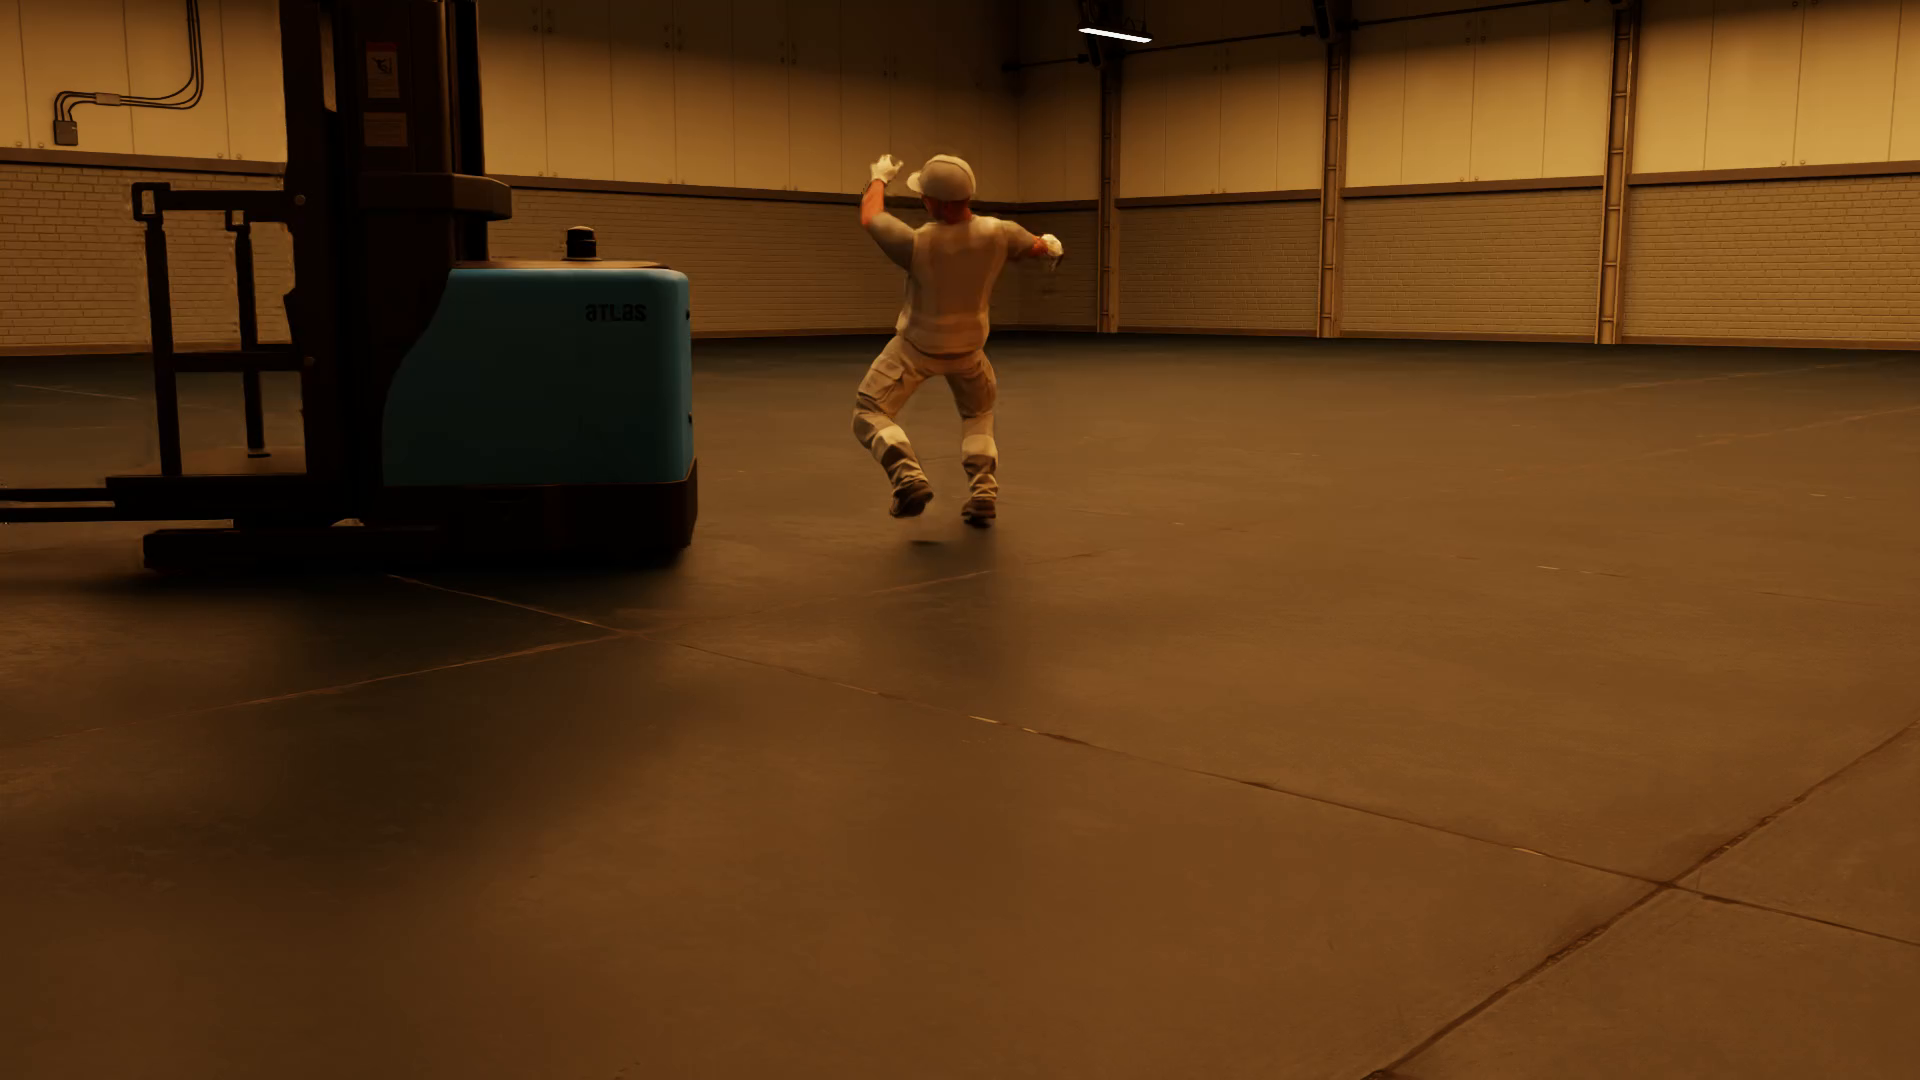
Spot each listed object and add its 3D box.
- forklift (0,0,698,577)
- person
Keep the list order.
[{"bbox_3d":[-2.555,-1.401,6.177,3.031,2.935,1.130,-1,9,-7],"label":"forklift"},{"bbox_3d":[0.065,-0.864,7.095,1.101,1.555,0.741,-6,10,-35],"label":"person"}]
